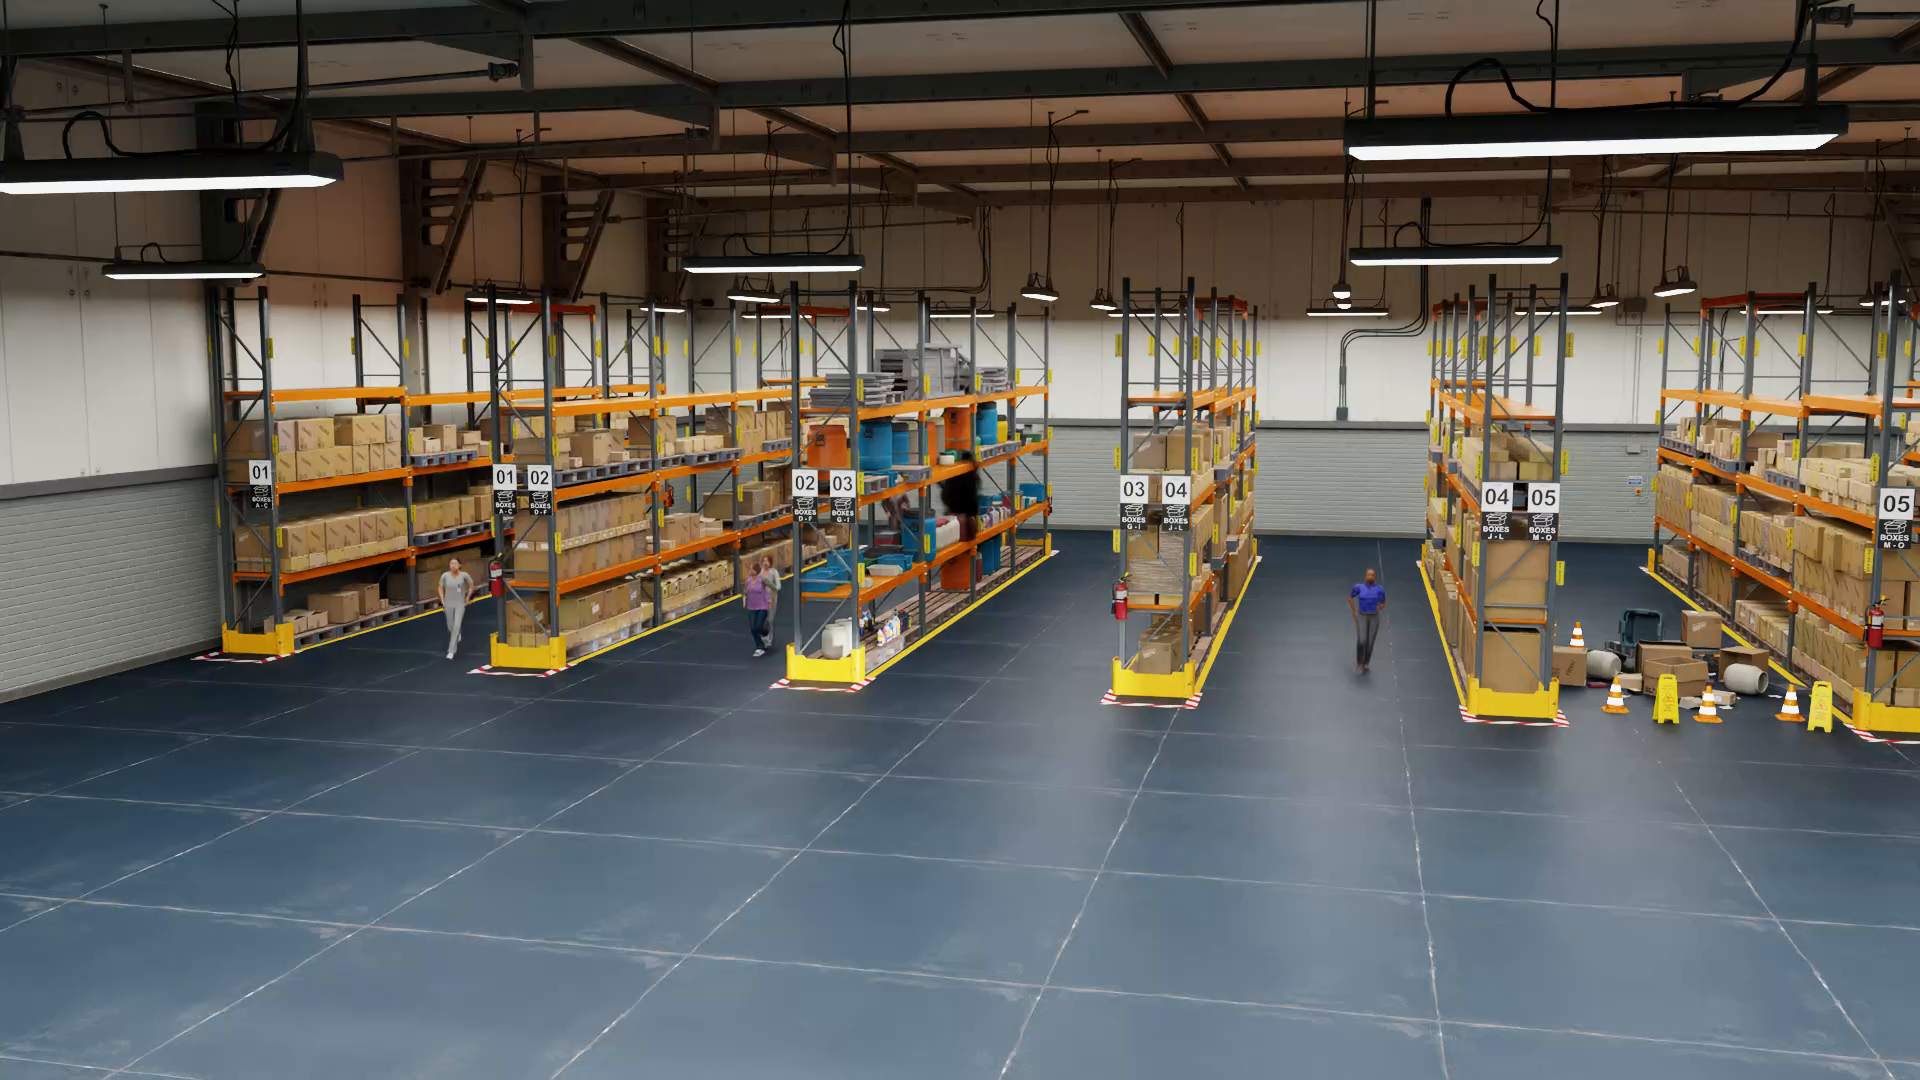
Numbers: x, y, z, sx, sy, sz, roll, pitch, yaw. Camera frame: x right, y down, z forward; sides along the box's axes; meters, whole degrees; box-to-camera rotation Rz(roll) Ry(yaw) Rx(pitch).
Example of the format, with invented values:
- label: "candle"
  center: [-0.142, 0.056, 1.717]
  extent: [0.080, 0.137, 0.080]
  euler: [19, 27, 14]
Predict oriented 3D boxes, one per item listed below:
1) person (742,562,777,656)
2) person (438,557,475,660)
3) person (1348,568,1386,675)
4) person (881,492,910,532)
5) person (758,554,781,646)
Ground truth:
- label: "person"
  center: [-3.292, 1.134, 27.082]
  extent: [0.560, 1.556, 0.601]
  euler: [2, 7, 21]
- label: "person"
  center: [-8.234, 1.061, 27.189]
  extent: [0.569, 1.600, 0.925]
  euler: [-1, 7, -8]
- label: "person"
  center: [6.277, 1.259, 25.608]
  extent: [0.549, 1.672, 0.695]
  euler: [1, 7, 5]
- label: "person"
  center: [-1.559, -0.511, 40.547]
  extent: [0.709, 1.788, 0.746]
  euler: [0, 7, -4]
- label: "person"
  center: [-3.244, 1.022, 27.759]
  extent: [0.511, 1.562, 0.633]
  euler: [0, 7, -3]
